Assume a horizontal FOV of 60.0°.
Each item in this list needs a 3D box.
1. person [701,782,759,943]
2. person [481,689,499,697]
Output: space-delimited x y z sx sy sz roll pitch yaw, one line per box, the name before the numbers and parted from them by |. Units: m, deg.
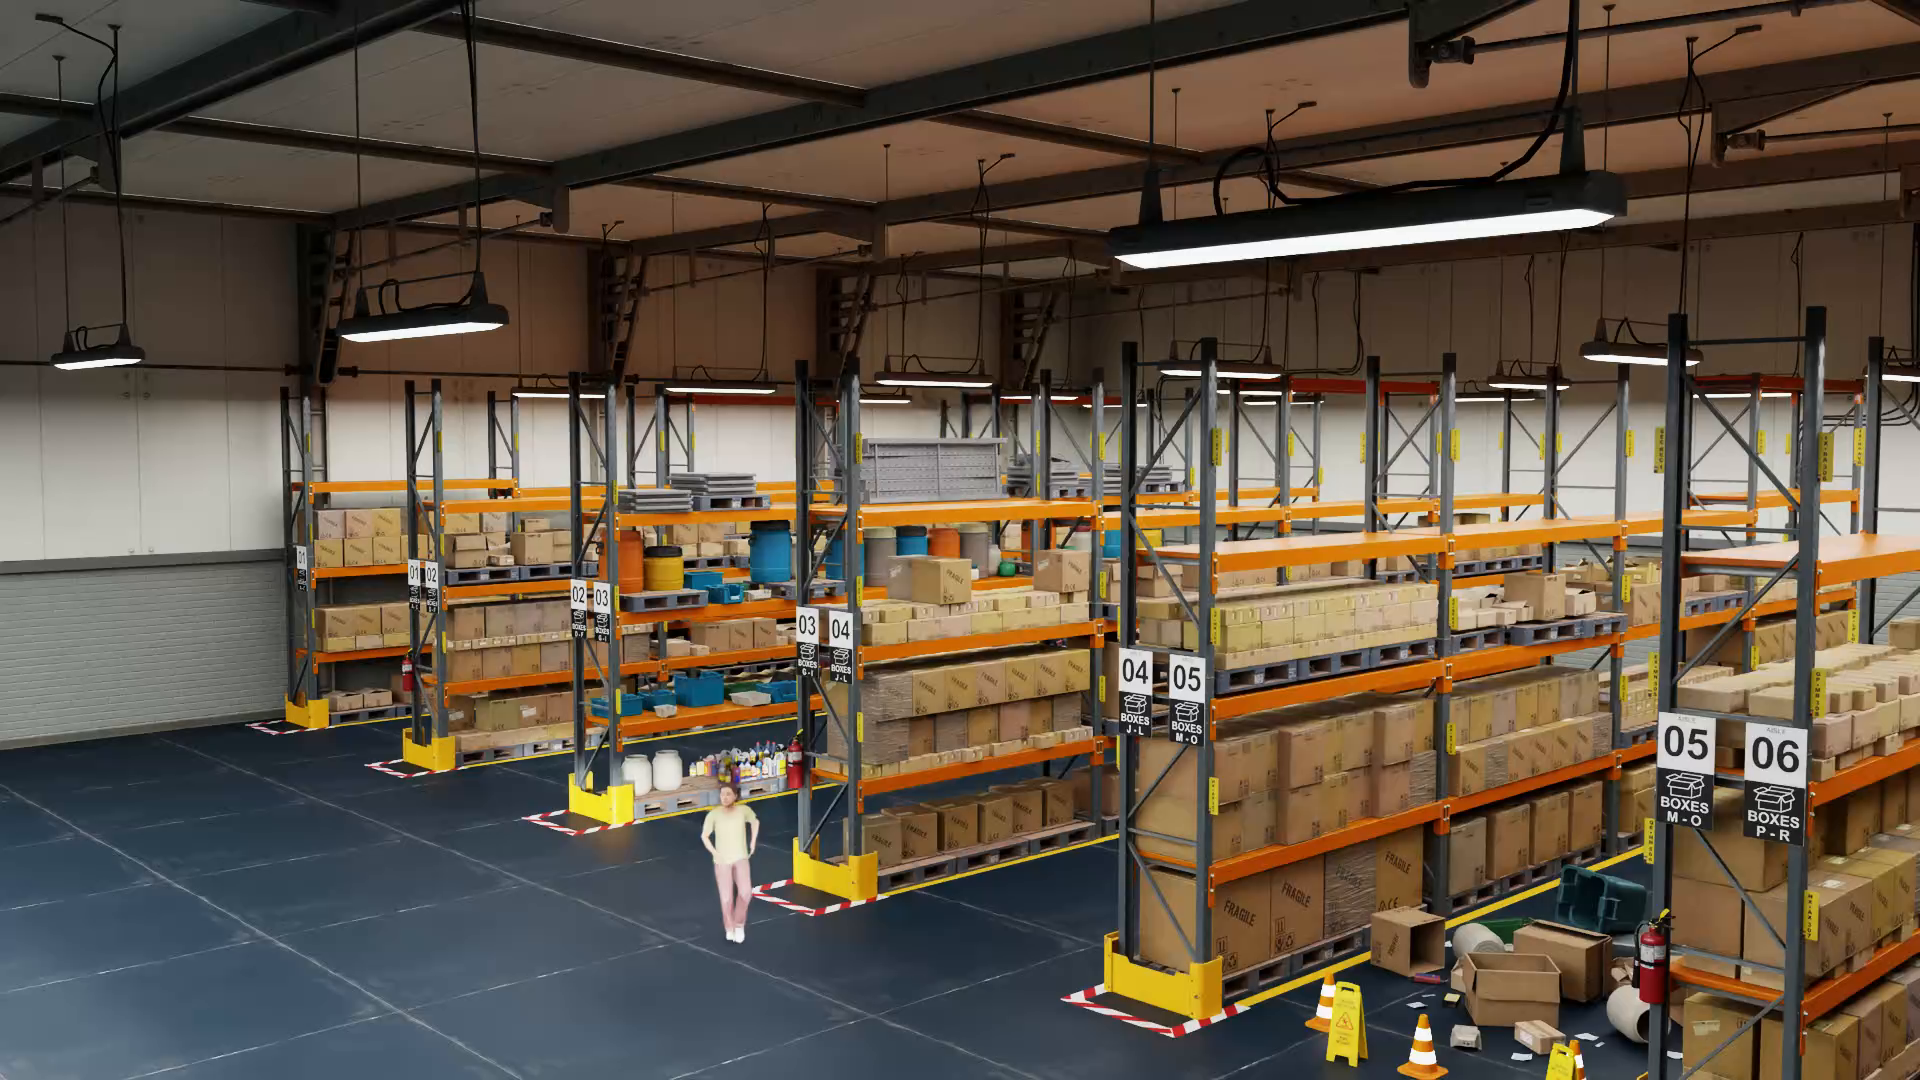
person | -2.310 3.262 16.824 0.597 1.632 0.616 -1 4 -12
person | -7.971 2.540 28.201 0.566 1.677 0.848 3 5 37
